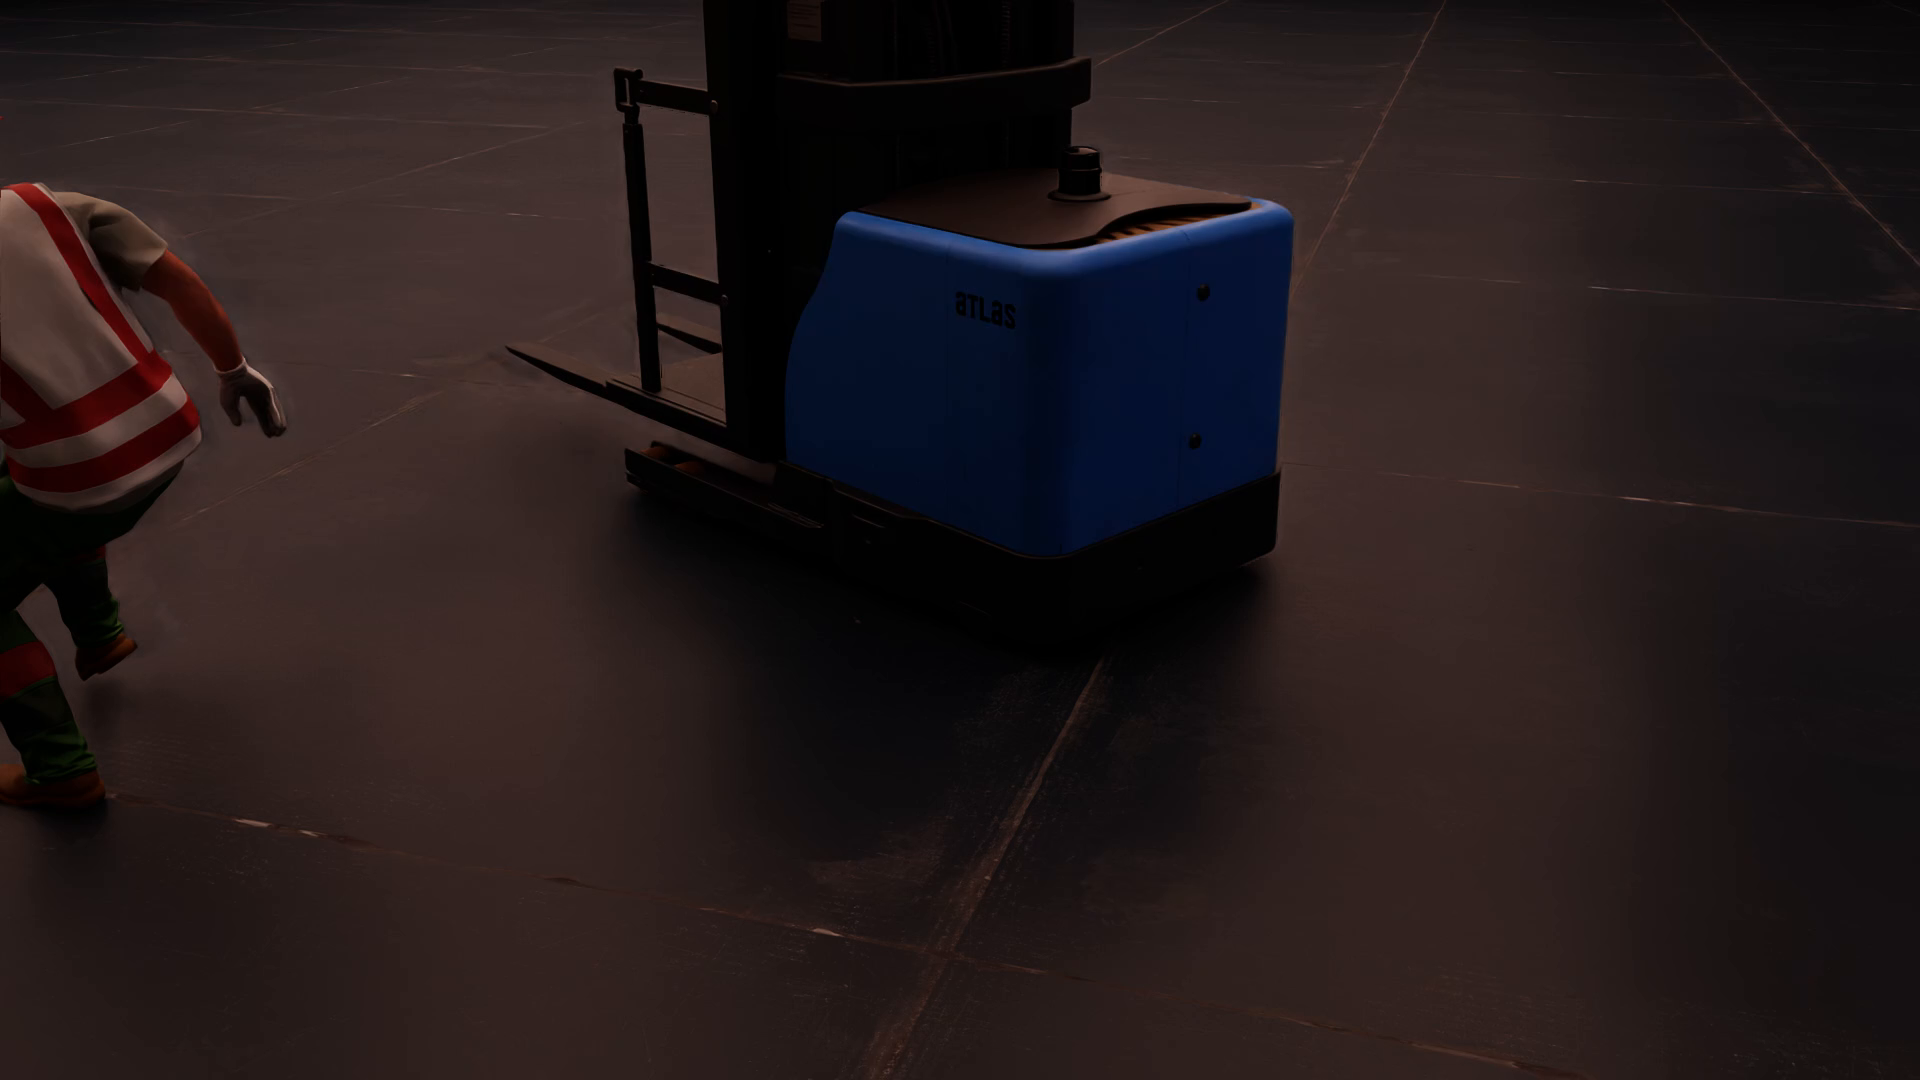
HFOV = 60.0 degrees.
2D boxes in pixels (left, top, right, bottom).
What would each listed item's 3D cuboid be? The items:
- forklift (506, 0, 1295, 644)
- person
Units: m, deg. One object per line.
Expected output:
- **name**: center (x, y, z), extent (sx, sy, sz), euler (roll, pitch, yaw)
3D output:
- **forklift**: center (-0.448, -1.559, 5.057), extent (1.130, 2.935, 3.031), euler (-20, 30, -39)
- **person**: center (-2.042, -0.233, 3.692), extent (0.740, 1.554, 0.789), euler (11, 25, 25)
